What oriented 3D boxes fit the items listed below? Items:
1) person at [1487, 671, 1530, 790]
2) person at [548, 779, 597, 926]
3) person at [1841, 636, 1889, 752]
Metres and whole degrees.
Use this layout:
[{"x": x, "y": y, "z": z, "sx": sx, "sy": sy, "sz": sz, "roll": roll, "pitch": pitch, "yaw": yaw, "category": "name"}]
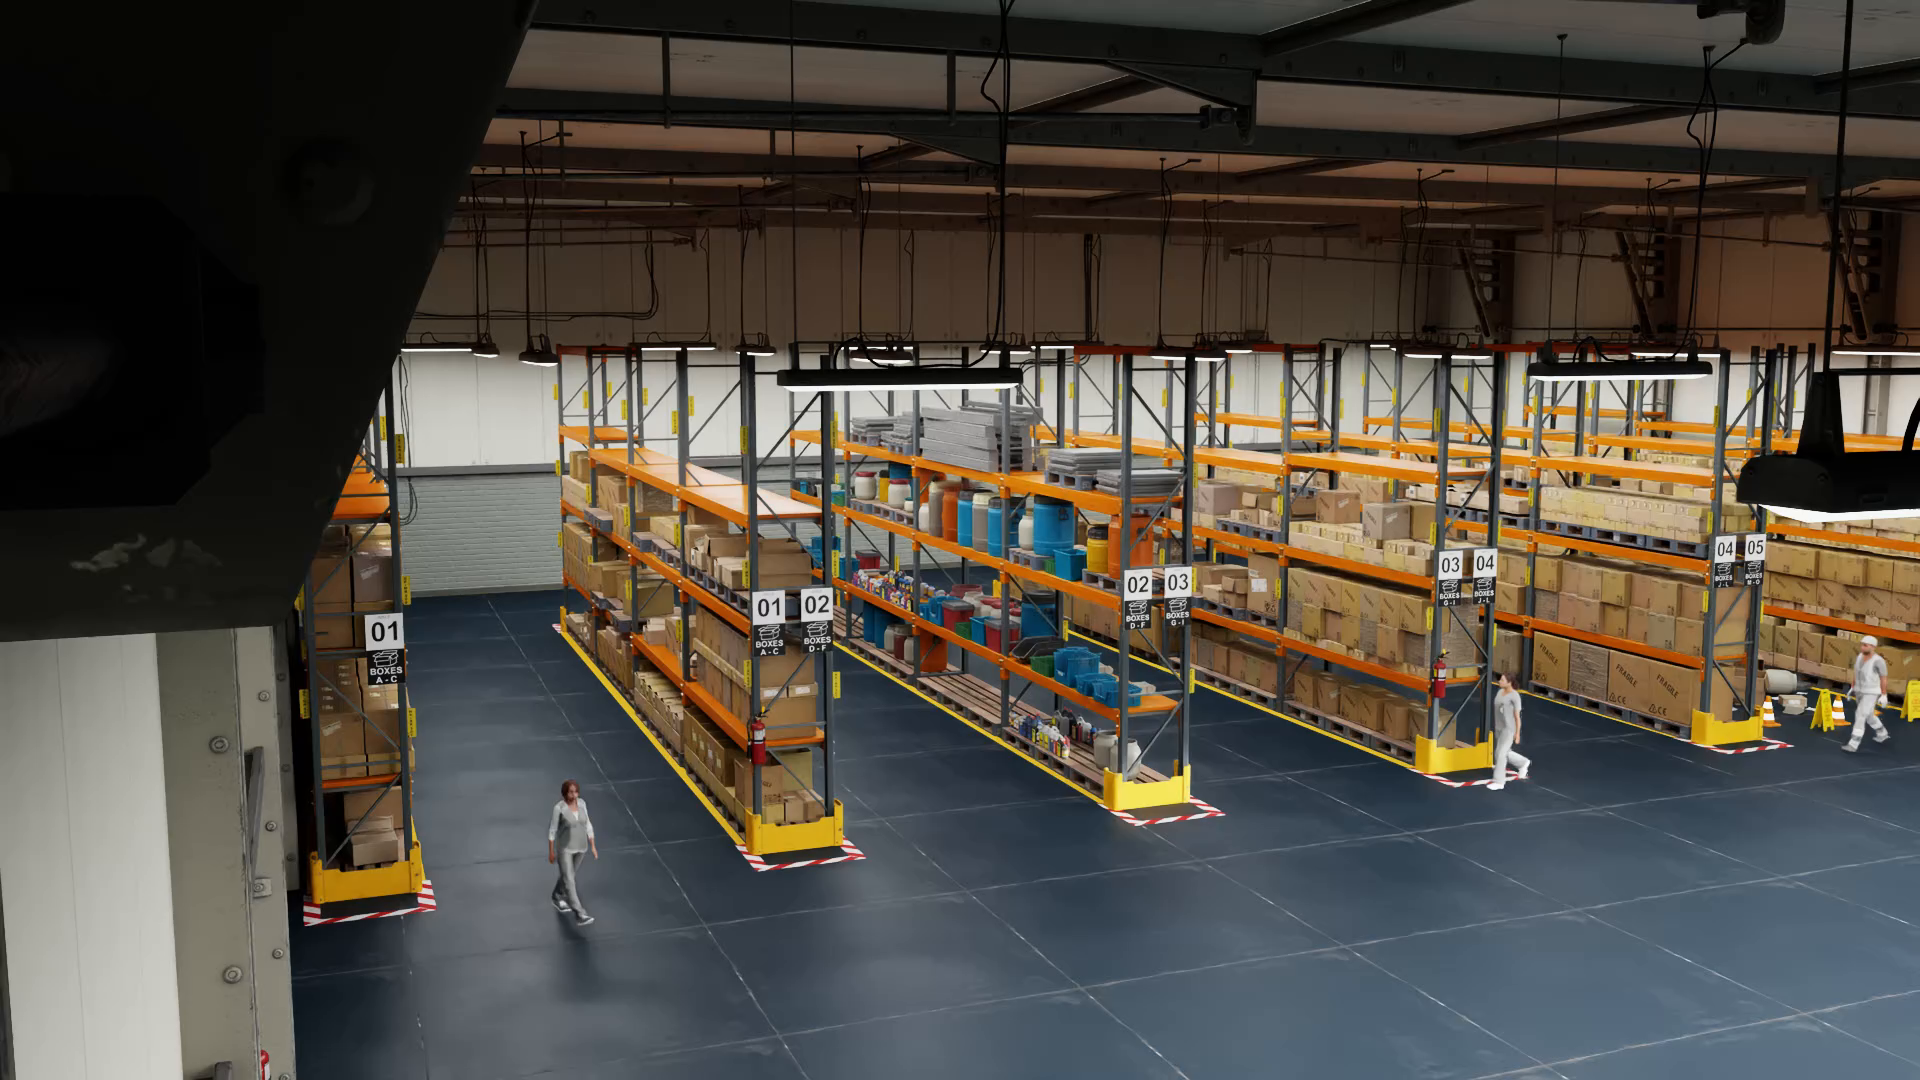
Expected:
[{"x": 7.608, "y": 2.601, "z": 22.961, "sx": 0.851, "sy": 1.638, "sz": 0.470, "roll": -3, "pitch": 8, "yaw": -25, "category": "person"}, {"x": -4.109, "y": 3.304, "z": 17.720, "sx": 1.017, "sy": 1.535, "sz": 0.437, "roll": 6, "pitch": 10, "yaw": 40, "category": "person"}, {"x": 13.645, "y": 2.298, "z": 24.974, "sx": 1.075, "sy": 1.748, "sz": 0.537, "roll": -3, "pitch": 8, "yaw": -19, "category": "person"}]
